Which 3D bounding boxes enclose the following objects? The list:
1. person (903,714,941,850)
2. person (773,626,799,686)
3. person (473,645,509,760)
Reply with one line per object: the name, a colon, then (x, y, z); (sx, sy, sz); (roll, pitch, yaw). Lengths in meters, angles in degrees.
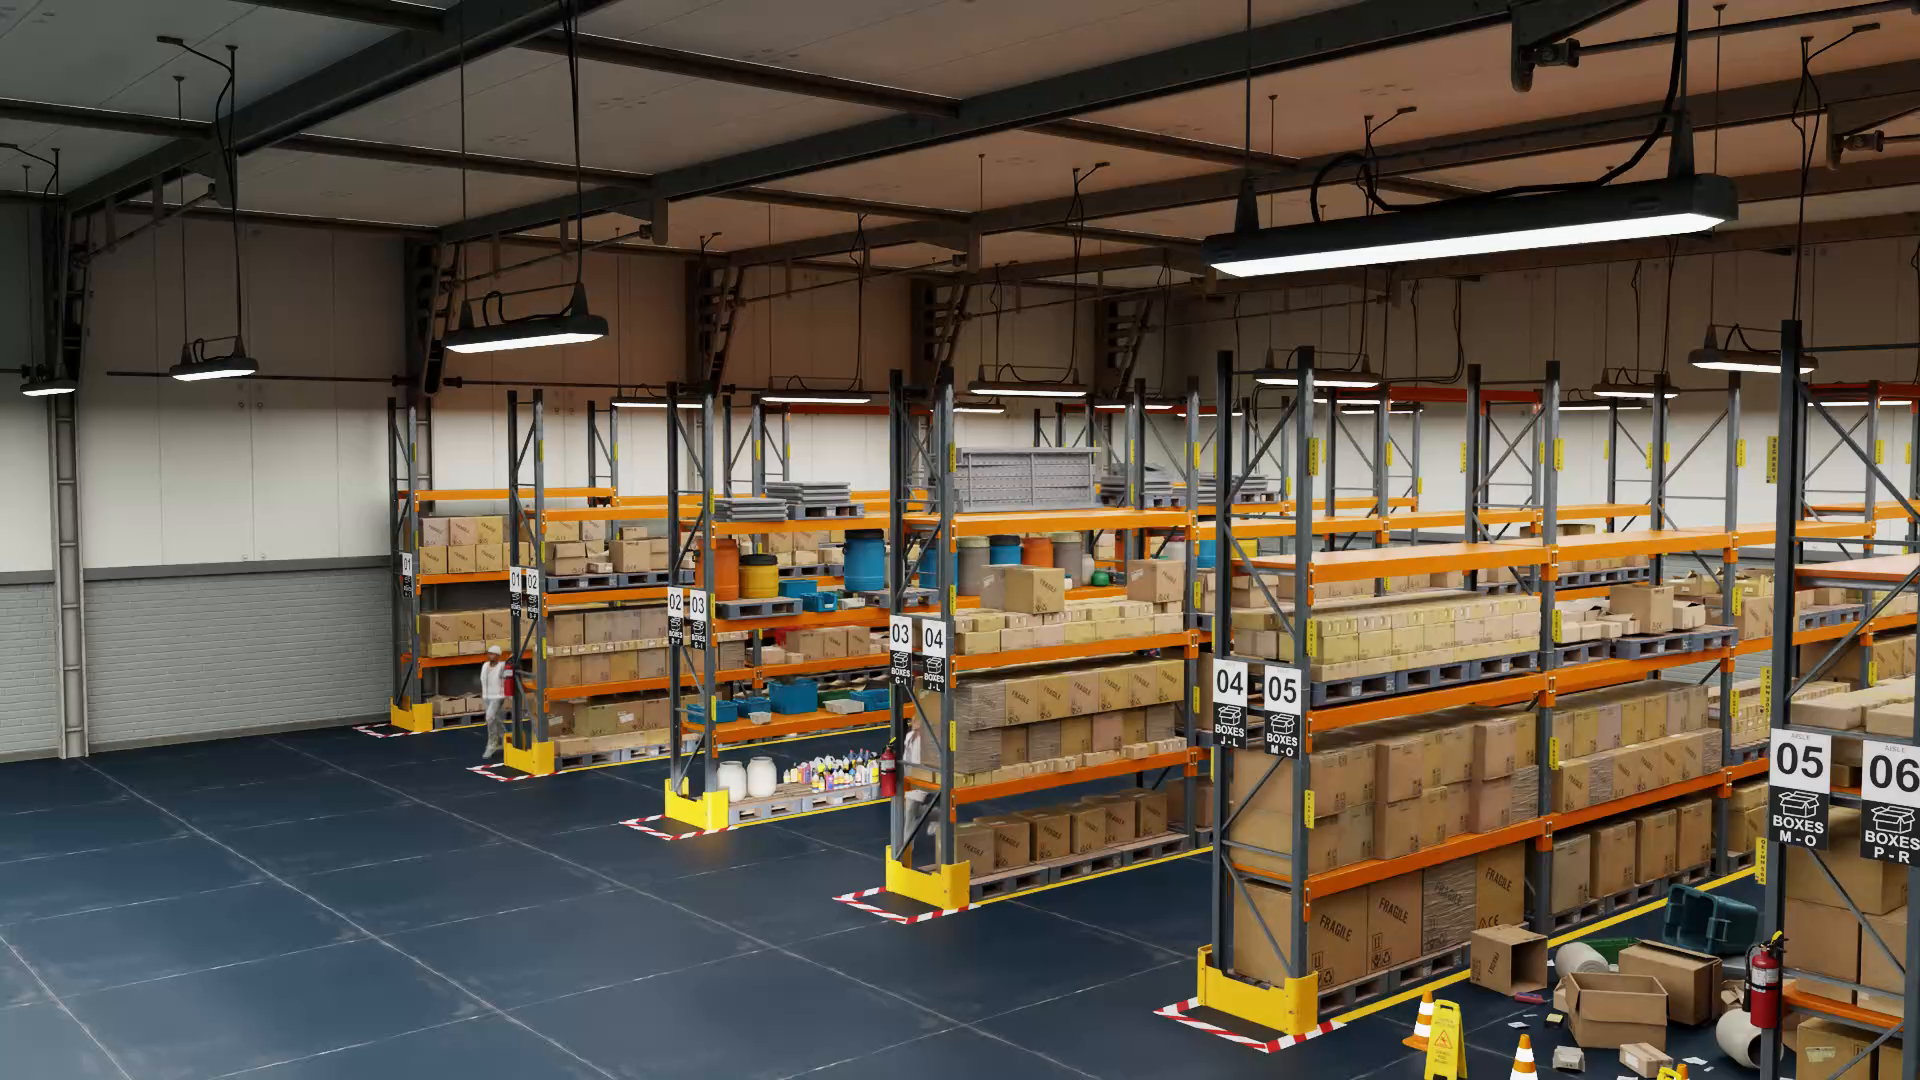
person: (-0.509, 3.070, 21.099); (0.955, 1.765, 0.722); (-3, 4, -40)
person: (-3.407, 2.180, 32.002); (0.658, 1.726, 0.557); (3, 4, 40)
person: (-7.677, 2.653, 27.463); (0.667, 1.831, 0.750); (2, 4, 34)
